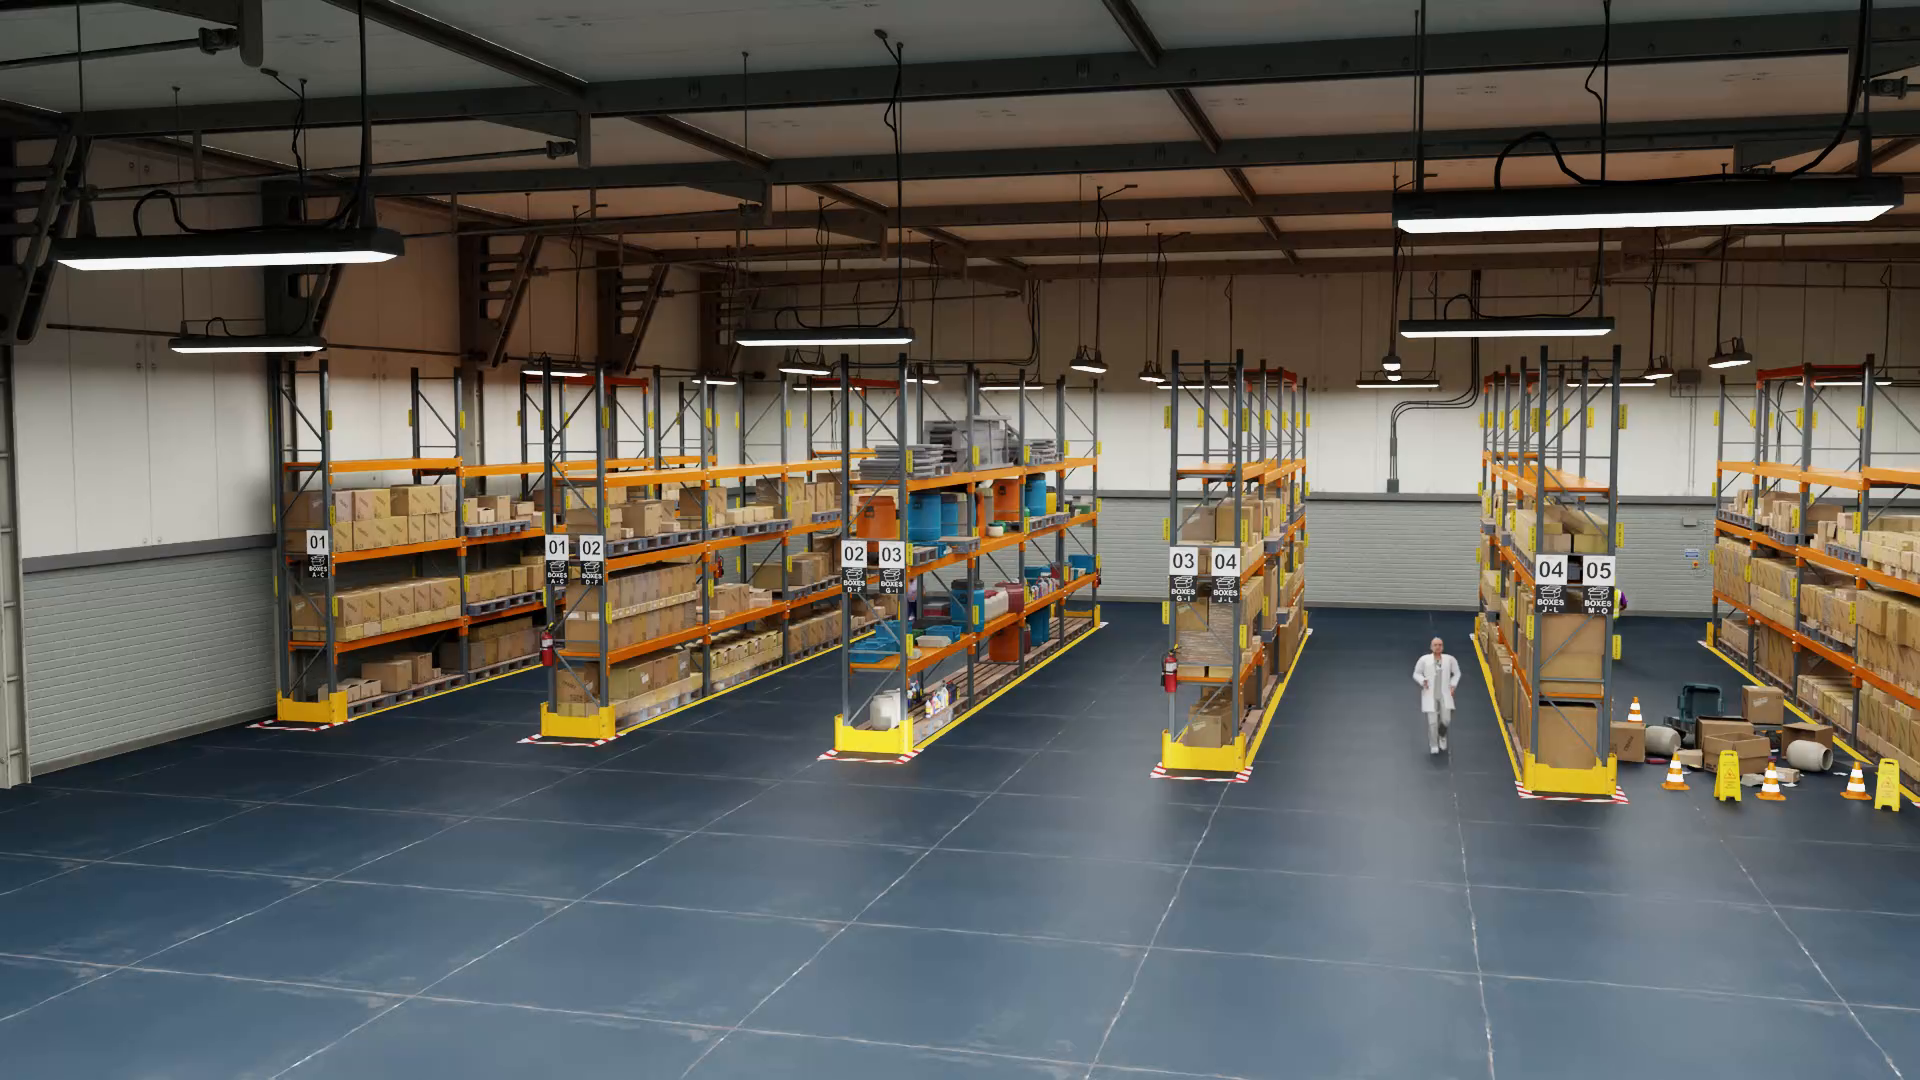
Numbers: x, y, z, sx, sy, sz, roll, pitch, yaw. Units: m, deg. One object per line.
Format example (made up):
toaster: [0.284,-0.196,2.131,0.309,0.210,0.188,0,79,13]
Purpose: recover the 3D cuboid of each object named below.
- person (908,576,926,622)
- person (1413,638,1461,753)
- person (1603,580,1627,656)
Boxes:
person: [-1.040,1.519,37.398,0.573,1.648,1.084,1,4,10]
person: [7.152,2.339,24.909,0.700,1.729,0.650,1,4,11]
person: [13.698,1.615,35.138,0.692,1.718,0.603,0,4,-1]
